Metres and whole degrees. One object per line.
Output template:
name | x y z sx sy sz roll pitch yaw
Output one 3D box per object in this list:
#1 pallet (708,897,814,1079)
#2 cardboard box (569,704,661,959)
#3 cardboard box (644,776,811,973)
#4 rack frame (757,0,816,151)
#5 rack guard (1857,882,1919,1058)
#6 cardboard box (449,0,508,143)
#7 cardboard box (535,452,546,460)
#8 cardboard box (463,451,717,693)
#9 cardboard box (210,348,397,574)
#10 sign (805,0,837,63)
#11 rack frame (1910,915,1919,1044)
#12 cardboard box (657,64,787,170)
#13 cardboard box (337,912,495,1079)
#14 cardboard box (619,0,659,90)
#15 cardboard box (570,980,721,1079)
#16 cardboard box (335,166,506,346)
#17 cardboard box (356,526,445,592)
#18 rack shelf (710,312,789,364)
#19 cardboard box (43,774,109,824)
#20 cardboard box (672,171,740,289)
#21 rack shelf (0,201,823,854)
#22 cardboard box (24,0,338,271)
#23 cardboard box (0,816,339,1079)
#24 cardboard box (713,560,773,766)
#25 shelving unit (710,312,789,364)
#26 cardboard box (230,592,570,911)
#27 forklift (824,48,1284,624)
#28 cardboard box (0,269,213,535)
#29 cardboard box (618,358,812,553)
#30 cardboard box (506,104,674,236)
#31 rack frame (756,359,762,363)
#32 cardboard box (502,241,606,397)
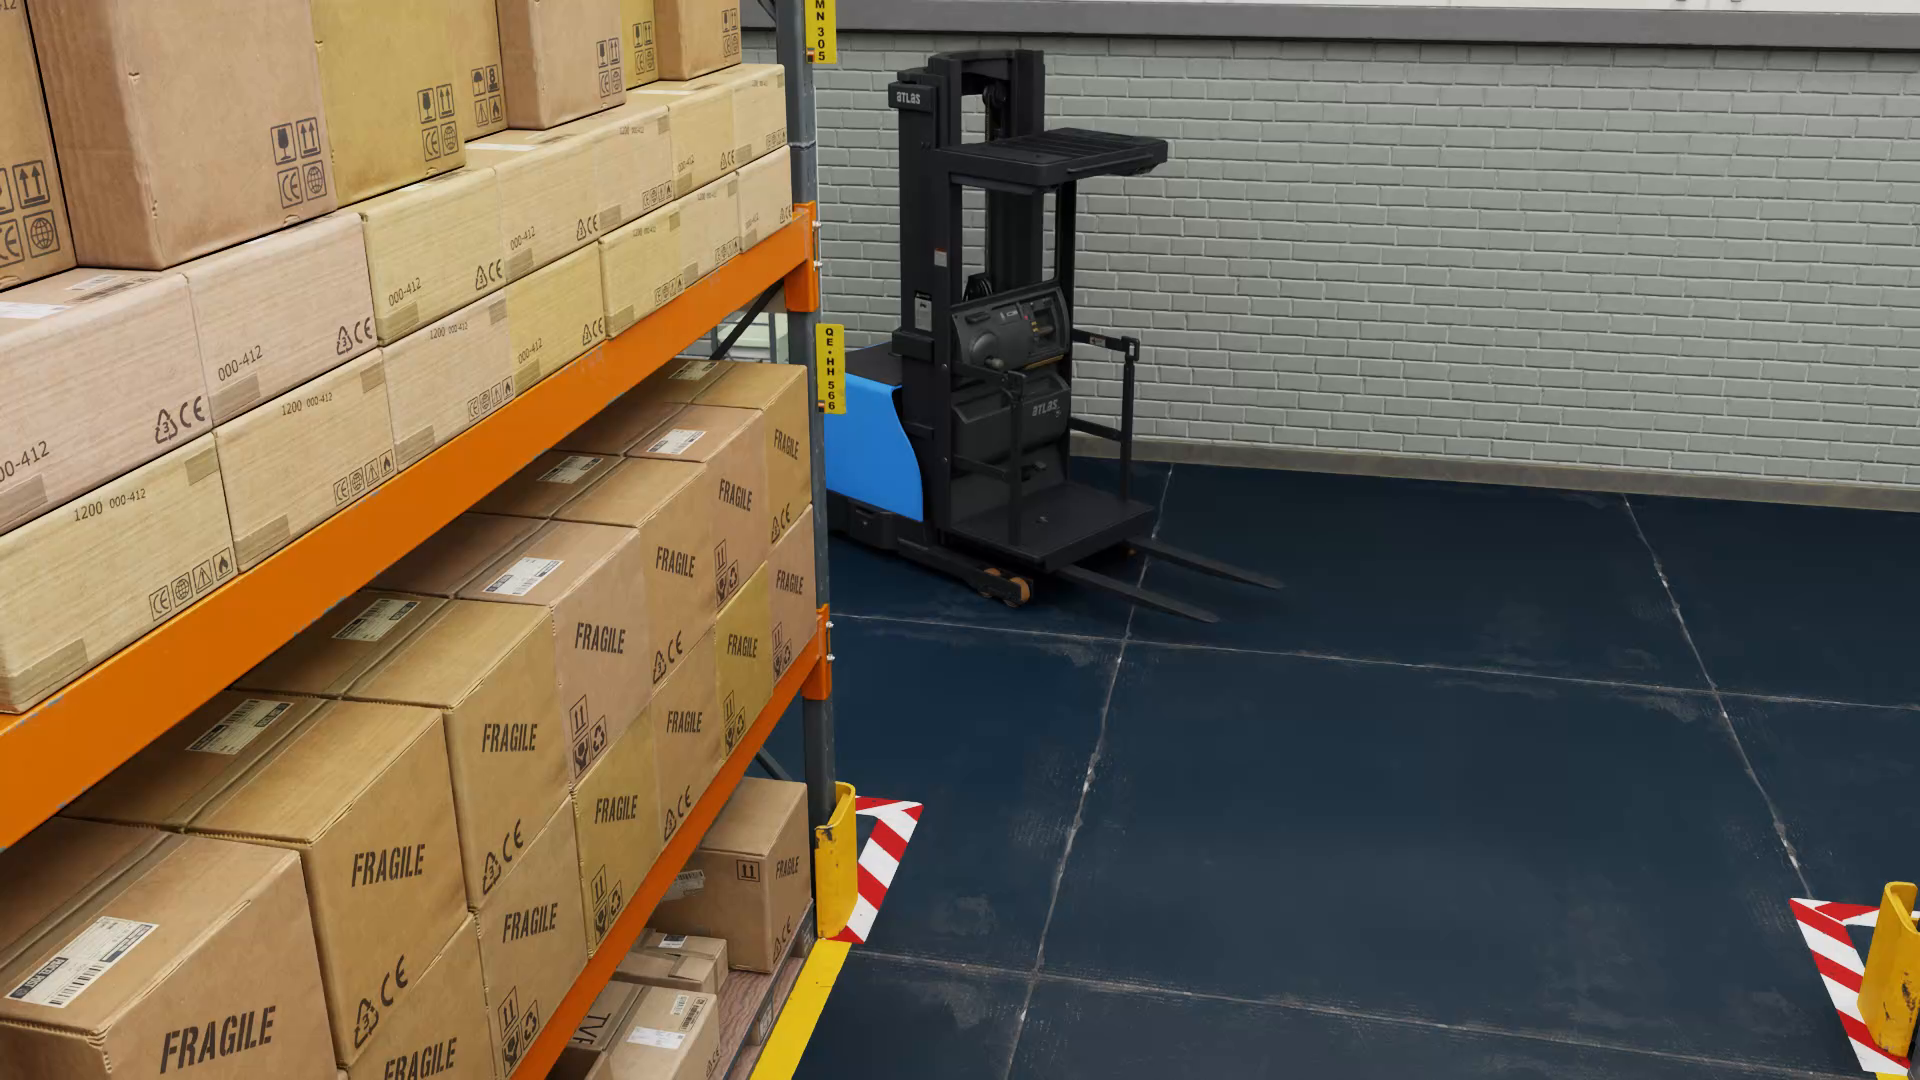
pallet | -1.171 1.646 5.985 1.003 0.211 1.213 4 22 11
cardboard box | -1.131 0.727 4.398 0.500 0.500 0.500 4 22 10
cardboard box | -0.864 1.206 6.101 0.500 0.500 0.500 4 22 11
rack frame | -0.994 -2.750 5.136 1.000 3.000 0.127 4 22 11
rack guard | 3.847 1.562 5.807 1.175 0.500 0.348 4 22 11
cardboard box | -1.458 -1.136 3.673 0.700 0.500 0.500 4 22 11
cardboard box | -1.442 -0.143 5.222 0.500 0.500 0.500 5 22 11
cardboard box | -1.019 0.081 4.664 0.500 0.500 0.500 5 22 12
cardboard box | -1.362 -0.168 2.940 0.500 0.250 0.500 4 22 11
sign | -0.455 -1.720 5.408 0.100 0.325 0.005 4 22 11
rack frame | 3.855 0.412 5.316 1.000 3.000 0.127 4 22 11
cardboard box | -0.849 -1.314 5.116 0.500 0.250 0.500 4 22 11
cardboard box | -1.338 1.096 3.483 0.500 0.500 0.500 5 22 12
cardboard box | -1.267 -1.503 4.583 0.700 0.500 0.500 4 22 11
cardboard box | -1.087 1.667 5.291 0.500 0.250 0.500 4 22 11
cardboard box | -1.254 -0.582 3.299 0.500 0.250 0.500 4 22 11
cardboard box | -1.651 0.225 4.307 0.500 0.500 0.500 4 22 10
rack shelf | -1.192 -1.169 10.199 0.431 0.370 0.720 5 22 12
cardboard box | -1.858 0.593 3.393 0.500 0.500 0.500 4 22 10
cardboard box | -0.953 -0.899 4.756 0.500 0.250 0.500 4 22 11
rack shelf | -1.402 -0.293 4.015 1.077 0.370 4.000 4 22 11
cardboard box | -1.507 -0.759 2.735 0.700 0.500 0.500 4 22 11
cardboard box | -1.438 0.835 2.794 0.500 0.500 0.500 5 22 12
cardboard box | -0.921 0.361 5.308 0.500 0.500 0.500 5 22 11
shelving unit | -1.189 -0.807 10.344 0.431 1.500 0.755 5 22 12
cardboard box | -1.228 0.458 3.729 0.500 0.500 0.500 4 22 9
forklift | 0.453 -1.200 9.409 3.031 2.935 1.130 19 29 40
cardboard box | -1.468 -0.217 2.393 0.500 0.250 0.500 4 22 11
cardboard box | -0.815 -0.294 5.595 0.500 0.500 0.500 4 22 10
cardboard box | -1.056 -0.948 4.209 0.500 0.250 0.500 4 22 11
rack frame | -1.105 -0.940 10.675 0.400 1.500 0.023 5 22 12
cardboard box | -1.160 -0.533 3.848 0.500 0.250 0.500 4 22 11
